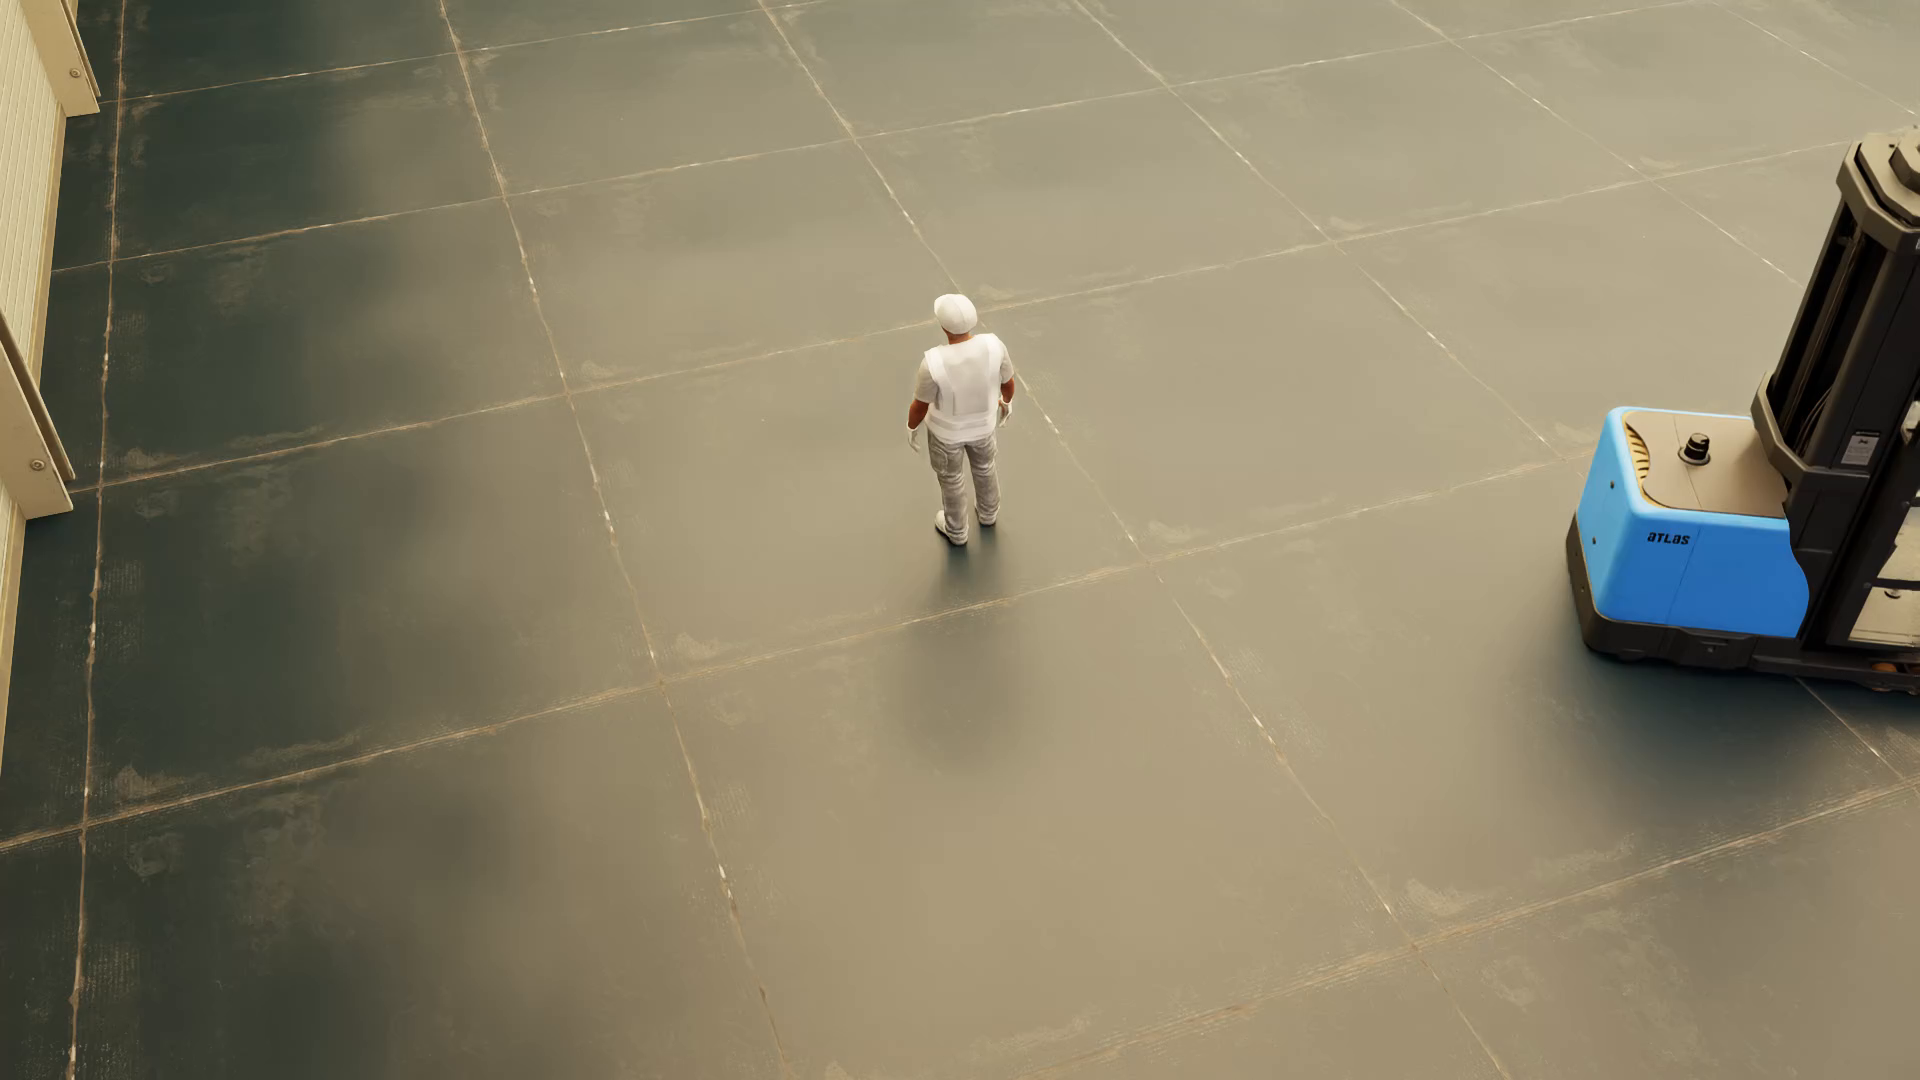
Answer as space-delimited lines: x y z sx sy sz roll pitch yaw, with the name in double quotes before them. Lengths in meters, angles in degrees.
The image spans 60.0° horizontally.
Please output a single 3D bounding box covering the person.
"person" -0.019 -0.739 9.758 0.656 1.782 0.559 -13 42 -15
